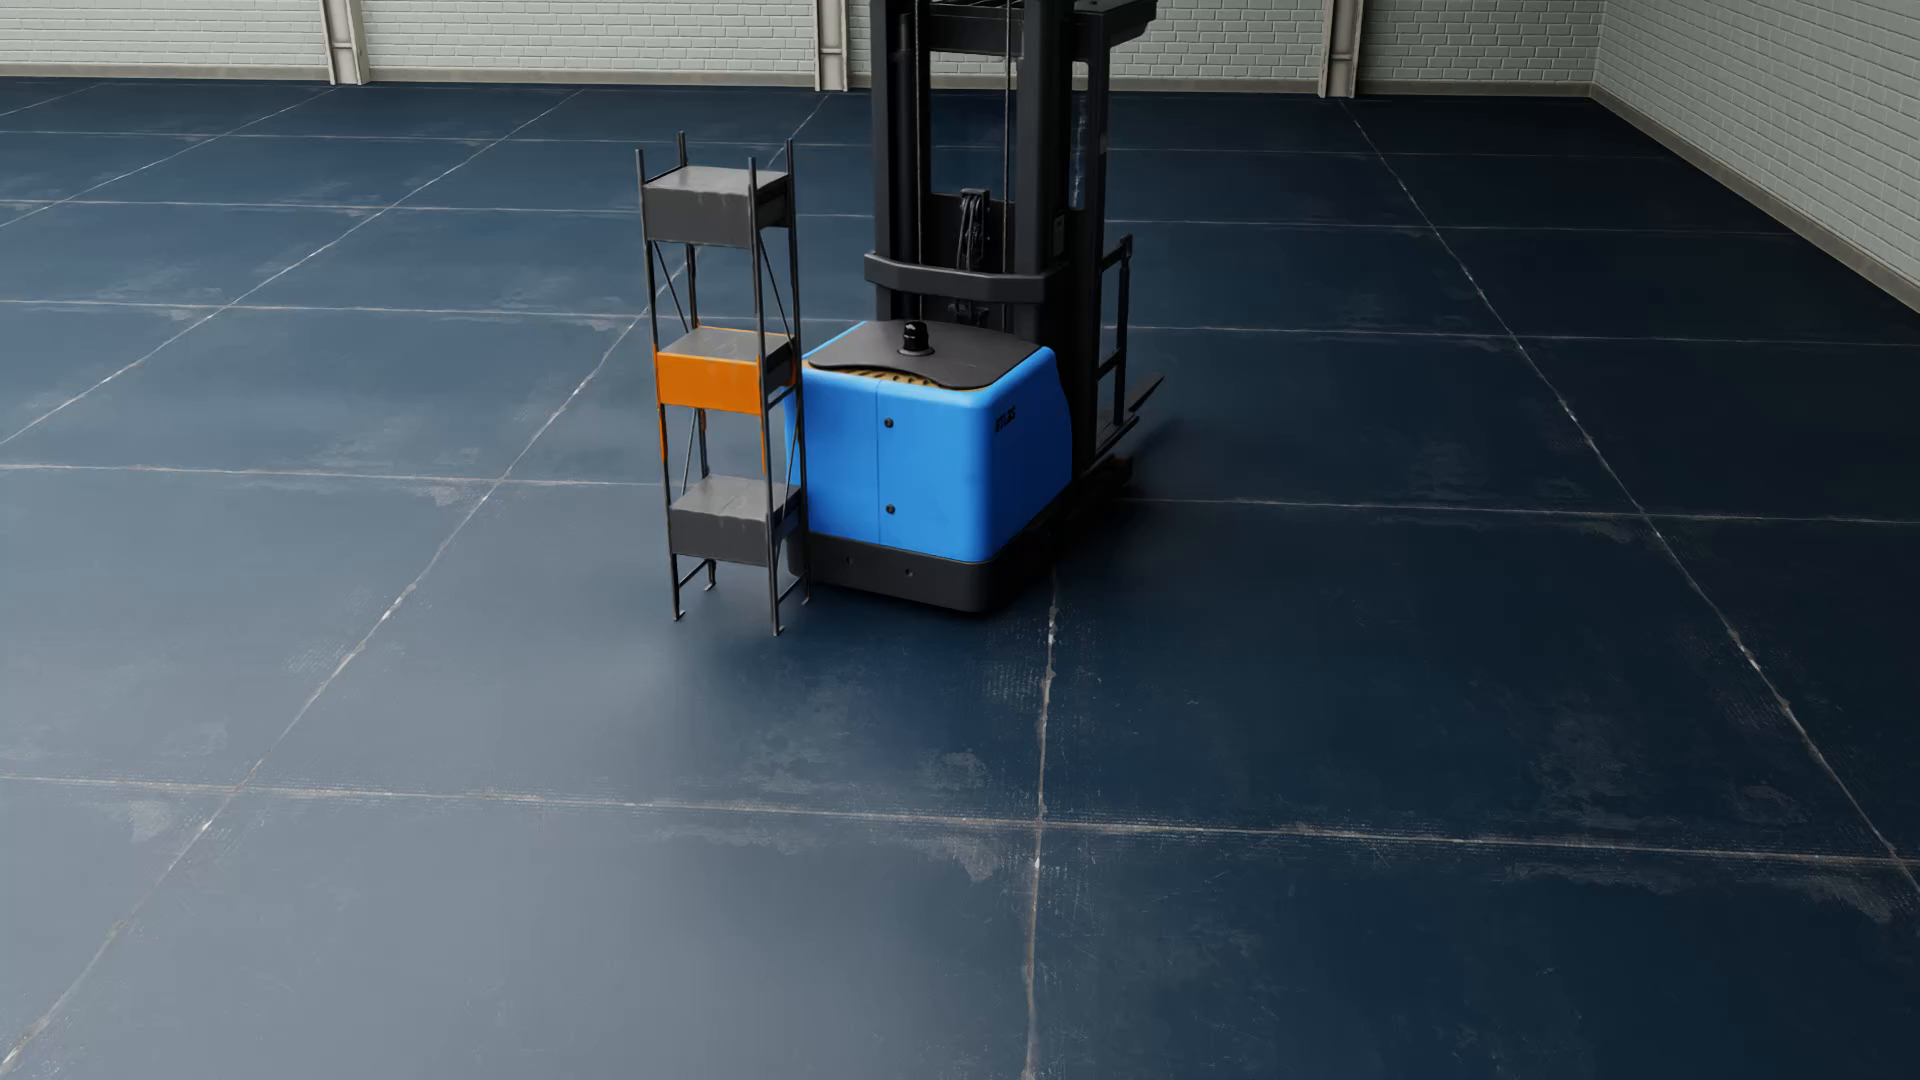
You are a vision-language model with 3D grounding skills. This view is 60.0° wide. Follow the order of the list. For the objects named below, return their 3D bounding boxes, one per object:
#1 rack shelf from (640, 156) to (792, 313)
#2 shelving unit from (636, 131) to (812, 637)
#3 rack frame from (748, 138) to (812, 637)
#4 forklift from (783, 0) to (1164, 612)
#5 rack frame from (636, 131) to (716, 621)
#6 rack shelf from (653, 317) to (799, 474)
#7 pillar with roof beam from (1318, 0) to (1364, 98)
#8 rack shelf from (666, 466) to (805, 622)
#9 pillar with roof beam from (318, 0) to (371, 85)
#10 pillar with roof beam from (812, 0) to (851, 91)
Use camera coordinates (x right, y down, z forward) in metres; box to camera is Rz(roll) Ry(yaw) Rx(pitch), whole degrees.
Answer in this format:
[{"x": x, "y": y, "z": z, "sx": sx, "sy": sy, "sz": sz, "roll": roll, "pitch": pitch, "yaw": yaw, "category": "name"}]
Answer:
[{"x": -0.984, "y": -1.261, "z": 6.836, "sx": 0.480, "sy": 0.518, "sz": 0.431, "roll": 8, "pitch": 26, "yaw": 16, "category": "rack shelf"}, {"x": -0.984, "y": -0.637, "z": 7.123, "sx": 0.503, "sy": 2.100, "sz": 0.431, "roll": 8, "pitch": 26, "yaw": 16, "category": "shelving unit"}, {"x": -0.752, "y": -0.606, "z": 7.054, "sx": 0.015, "sy": 2.100, "sz": 0.400, "roll": 8, "pitch": 26, "yaw": 16, "category": "rack frame"}, {"x": 0.269, "y": -1.597, "z": 8.213, "sx": 1.130, "sy": 2.935, "sz": 3.031, "roll": 11, "pitch": 27, "yaw": 22, "category": "forklift"}, {"x": -1.216, "y": -0.669, "z": 7.192, "sx": 0.015, "sy": 2.100, "sz": 0.400, "roll": 8, "pitch": 26, "yaw": 16, "category": "rack frame"}, {"x": -0.984, "y": -0.625, "z": 7.129, "sx": 0.480, "sy": 0.518, "sz": 0.431, "roll": 8, "pitch": 26, "yaw": 16, "category": "rack shelf"}, {"x": 4.122, "y": -7.558, "z": 13.909, "sx": 0.400, "sy": 9.000, "sz": 9.100, "roll": 2, "pitch": 25, "yaw": 4, "category": "pillar with roof beam"}, {"x": -0.984, "y": 0.011, "z": 7.422, "sx": 0.480, "sy": 0.518, "sz": 0.431, "roll": 8, "pitch": 26, "yaw": 16, "category": "rack shelf"}, {"x": -7.843, "y": -7.942, "z": 14.744, "sx": 0.400, "sy": 9.000, "sz": 9.100, "roll": 2, "pitch": 25, "yaw": 4, "category": "pillar with roof beam"}, {"x": -1.861, "y": -7.750, "z": 14.327, "sx": 0.400, "sy": 9.000, "sz": 9.100, "roll": 2, "pitch": 25, "yaw": 4, "category": "pillar with roof beam"}]
